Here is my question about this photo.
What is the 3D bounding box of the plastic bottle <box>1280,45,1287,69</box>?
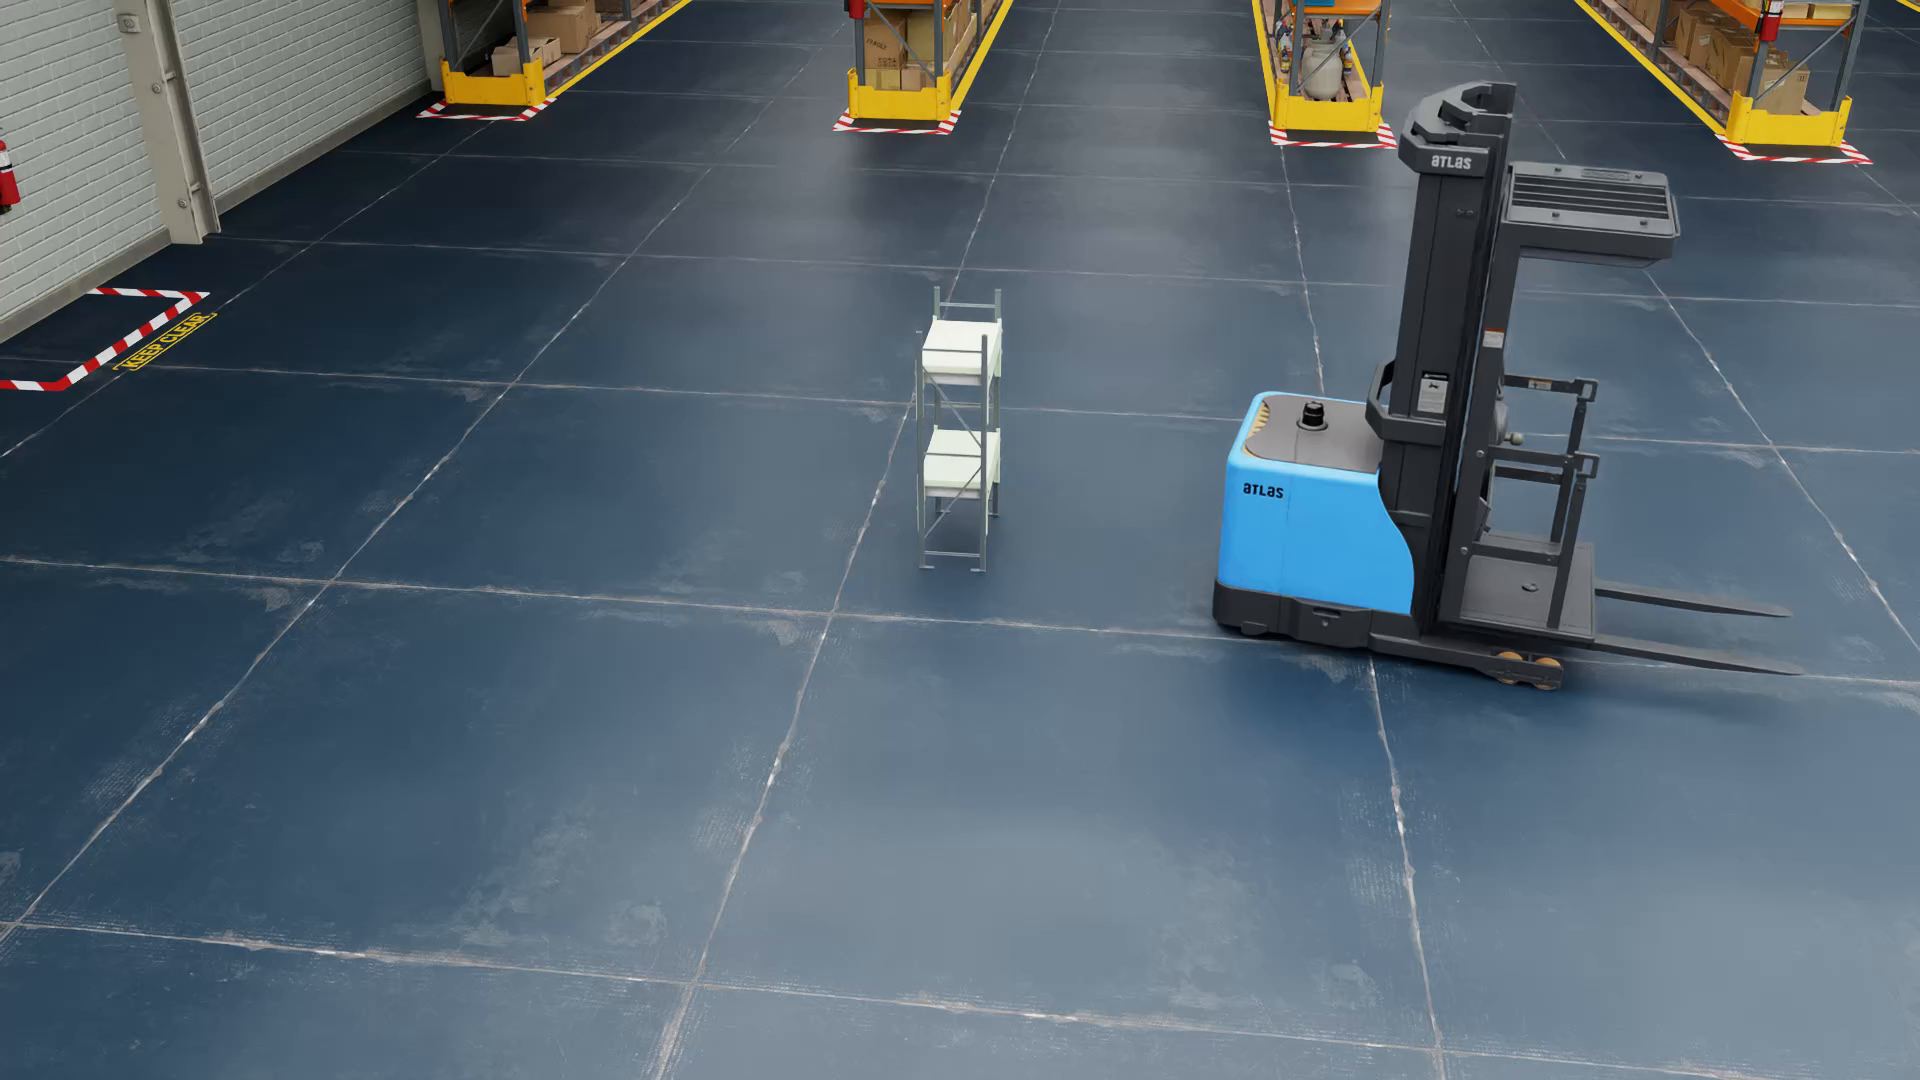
[{"bbox_3d":[4.002,-5.957,20.544,0.061,0.283,0.133,4,29,7],"label":"plastic bottle"}]

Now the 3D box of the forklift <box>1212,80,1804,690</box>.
[{"bbox_3d":[2.986,-0.782,8.612,3.031,2.935,1.130,9,30,16],"label":"forklift"}]

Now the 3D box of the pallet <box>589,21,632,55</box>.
[{"bbox_3d":[-5.173,-6.926,22.882,1.003,0.211,1.213,3,28,6],"label":"pallet"}]

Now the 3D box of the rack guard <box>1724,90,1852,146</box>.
[{"bbox_3d":[9.141,-4.660,18.373,1.175,0.500,0.348,3,28,6],"label":"rack guard"}]

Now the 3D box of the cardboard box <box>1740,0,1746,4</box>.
[{"bbox_3d":[9.019,-6.116,18.704,0.380,0.149,0.250,3,28,6],"label":"cardboard box"}]

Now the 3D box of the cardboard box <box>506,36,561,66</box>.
[{"bbox_3d":[-5.372,-6.187,20.943,0.500,0.311,0.500,6,29,10],"label":"cardboard box"}]

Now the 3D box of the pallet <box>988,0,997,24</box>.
[{"bbox_3d":[-0.011,-7.883,24.659,1.003,0.211,1.213,3,28,6],"label":"pallet"}]

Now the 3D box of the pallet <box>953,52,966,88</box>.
[{"bbox_3d":[-0.495,-6.010,21.183,1.003,0.211,1.213,3,28,6],"label":"pallet"}]

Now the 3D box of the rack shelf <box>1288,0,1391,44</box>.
[{"bbox_3d":[4.461,-6.637,20.166,1.077,0.370,4.000,3,28,6],"label":"rack shelf"}]

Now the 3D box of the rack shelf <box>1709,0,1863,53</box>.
[{"bbox_3d":[9.377,-6.350,19.632,1.077,0.370,4.000,3,28,6],"label":"rack shelf"}]

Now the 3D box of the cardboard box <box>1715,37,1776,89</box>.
[{"bbox_3d":[9.360,-5.679,19.822,0.500,0.500,0.500,6,29,11],"label":"cardboard box"}]

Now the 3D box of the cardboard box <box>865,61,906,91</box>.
[{"bbox_3d":[-0.927,-5.546,19.839,0.500,0.250,0.500,3,28,6],"label":"cardboard box"}]

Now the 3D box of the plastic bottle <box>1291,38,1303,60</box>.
[{"bbox_3d":[4.271,-6.249,21.094,0.152,0.276,0.135,3,28,6],"label":"plastic bottle"}]

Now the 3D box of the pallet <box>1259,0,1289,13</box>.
[{"bbox_3d":[5.063,-8.188,25.227,1.003,0.211,1.213,3,28,6],"label":"pallet"}]

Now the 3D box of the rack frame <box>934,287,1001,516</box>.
[{"bbox_3d":[0.044,-0.829,10.208,0.400,1.500,0.023,3,28,6],"label":"rack frame"}]

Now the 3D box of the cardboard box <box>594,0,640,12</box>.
[{"bbox_3d":[-5.052,-7.912,23.945,0.700,0.500,0.500,4,29,8],"label":"cardboard box"}]

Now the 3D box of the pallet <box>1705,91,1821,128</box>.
[{"bbox_3d":[9.276,-4.913,19.148,1.003,0.211,1.213,3,28,6],"label":"pallet"}]

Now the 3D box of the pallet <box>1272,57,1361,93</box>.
[{"bbox_3d":[4.436,-5.778,20.753,1.003,0.211,1.213,3,28,6],"label":"pallet"}]

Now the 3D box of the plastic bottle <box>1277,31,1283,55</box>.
[{"bbox_3d":[4.111,-6.373,21.318,0.061,0.283,0.133,5,29,8],"label":"plastic bottle"}]

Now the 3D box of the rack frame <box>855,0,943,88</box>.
[{"bbox_3d":[-0.699,-6.302,18.786,1.000,3.000,0.127,3,28,6],"label":"rack frame"}]

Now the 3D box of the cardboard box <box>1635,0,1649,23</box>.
[{"bbox_3d":[9.864,-7.476,23.135,0.700,0.500,0.500,1,28,2],"label":"cardboard box"}]

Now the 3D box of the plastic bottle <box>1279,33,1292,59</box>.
[{"bbox_3d":[4.098,-6.191,20.908,0.144,0.351,0.185,5,29,8],"label":"plastic bottle"}]

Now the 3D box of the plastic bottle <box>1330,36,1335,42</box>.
[{"bbox_3d":[4.721,-6.261,21.109,0.061,0.283,0.133,3,28,6],"label":"plastic bottle"}]

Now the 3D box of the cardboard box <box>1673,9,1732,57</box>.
[{"bbox_3d":[9.533,-6.506,21.357,0.500,0.500,0.500,3,28,5],"label":"cardboard box"}]

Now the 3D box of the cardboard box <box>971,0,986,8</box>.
[{"bbox_3d":[0.089,-7.587,23.034,0.500,0.311,0.500,3,29,6],"label":"cardboard box"}]

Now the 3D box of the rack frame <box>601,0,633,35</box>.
[{"bbox_3d":[-5.126,-8.471,22.812,1.000,3.000,0.127,3,28,6],"label":"rack frame"}]

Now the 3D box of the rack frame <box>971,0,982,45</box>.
[{"bbox_3d":[-0.209,-8.185,22.281,1.000,3.000,0.127,3,28,6],"label":"rack frame"}]

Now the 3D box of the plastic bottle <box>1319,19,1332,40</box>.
[{"bbox_3d":[4.770,-6.612,21.689,0.144,0.351,0.185,3,28,6],"label":"plastic bottle"}]

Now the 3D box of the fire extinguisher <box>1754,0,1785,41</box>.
[{"bbox_3d":[8.661,-5.664,17.682,0.296,0.674,0.183,3,28,6],"label":"fire extinguisher"}]

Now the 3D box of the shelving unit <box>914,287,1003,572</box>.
[{"bbox_3d":[-0.001,-0.657,9.888,0.431,1.500,0.755,3,28,6],"label":"shelving unit"}]

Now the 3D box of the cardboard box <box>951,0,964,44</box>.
[{"bbox_3d":[-0.226,-6.552,20.915,0.500,0.500,0.500,3,28,6],"label":"cardboard box"}]

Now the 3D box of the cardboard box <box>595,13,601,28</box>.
[{"bbox_3d":[-5.162,-7.164,22.909,0.380,0.166,0.250,0,28,0],"label":"cardboard box"}]

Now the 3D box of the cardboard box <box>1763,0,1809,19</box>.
[{"bbox_3d":[8.962,-5.760,18.045,0.380,0.149,0.250,3,28,6],"label":"cardboard box"}]

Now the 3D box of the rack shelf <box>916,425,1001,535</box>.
[{"bbox_3d":[-0.001,-0.370,10.043,0.431,0.370,0.720,3,28,6],"label":"rack shelf"}]

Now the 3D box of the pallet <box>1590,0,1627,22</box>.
[{"bbox_3d":[10.015,-7.895,24.682,1.003,0.211,1.213,3,28,6],"label":"pallet"}]

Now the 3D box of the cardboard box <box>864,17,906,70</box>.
[{"bbox_3d":[-0.929,-5.877,19.661,0.500,0.500,0.500,3,28,6],"label":"cardboard box"}]

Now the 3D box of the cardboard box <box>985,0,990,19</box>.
[{"bbox_3d":[0.150,-7.576,23.605,0.500,0.250,0.500,4,29,7],"label":"cardboard box"}]

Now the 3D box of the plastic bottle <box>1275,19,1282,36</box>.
[{"bbox_3d":[4.232,-6.764,22.055,0.097,0.271,0.097,0,28,0],"label":"plastic bottle"}]

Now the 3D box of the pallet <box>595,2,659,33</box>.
[{"bbox_3d":[-5.032,-7.610,24.154,1.003,0.211,1.213,3,28,6],"label":"pallet"}]

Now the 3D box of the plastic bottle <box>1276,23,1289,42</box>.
[{"bbox_3d":[4.220,-6.612,21.768,0.152,0.276,0.135,4,29,8],"label":"plastic bottle"}]

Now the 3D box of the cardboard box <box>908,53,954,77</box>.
[{"bbox_3d":[-0.355,-5.752,20.220,0.500,0.250,0.500,3,28,6],"label":"cardboard box"}]

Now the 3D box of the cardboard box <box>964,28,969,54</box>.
[{"bbox_3d":[-0.167,-6.458,21.530,0.500,0.250,0.500,3,28,6],"label":"cardboard box"}]

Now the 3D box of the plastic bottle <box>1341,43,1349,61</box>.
[{"bbox_3d":[4.802,-6.049,20.728,0.097,0.271,0.097,0,28,0],"label":"plastic bottle"}]

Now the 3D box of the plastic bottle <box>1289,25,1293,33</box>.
[{"bbox_3d":[4.339,-6.559,21.591,0.144,0.351,0.185,3,28,6],"label":"plastic bottle"}]

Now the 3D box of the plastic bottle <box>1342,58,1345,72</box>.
[{"bbox_3d":[4.760,-5.859,20.448,0.097,0.201,0.097,0,28,0],"label":"plastic bottle"}]
